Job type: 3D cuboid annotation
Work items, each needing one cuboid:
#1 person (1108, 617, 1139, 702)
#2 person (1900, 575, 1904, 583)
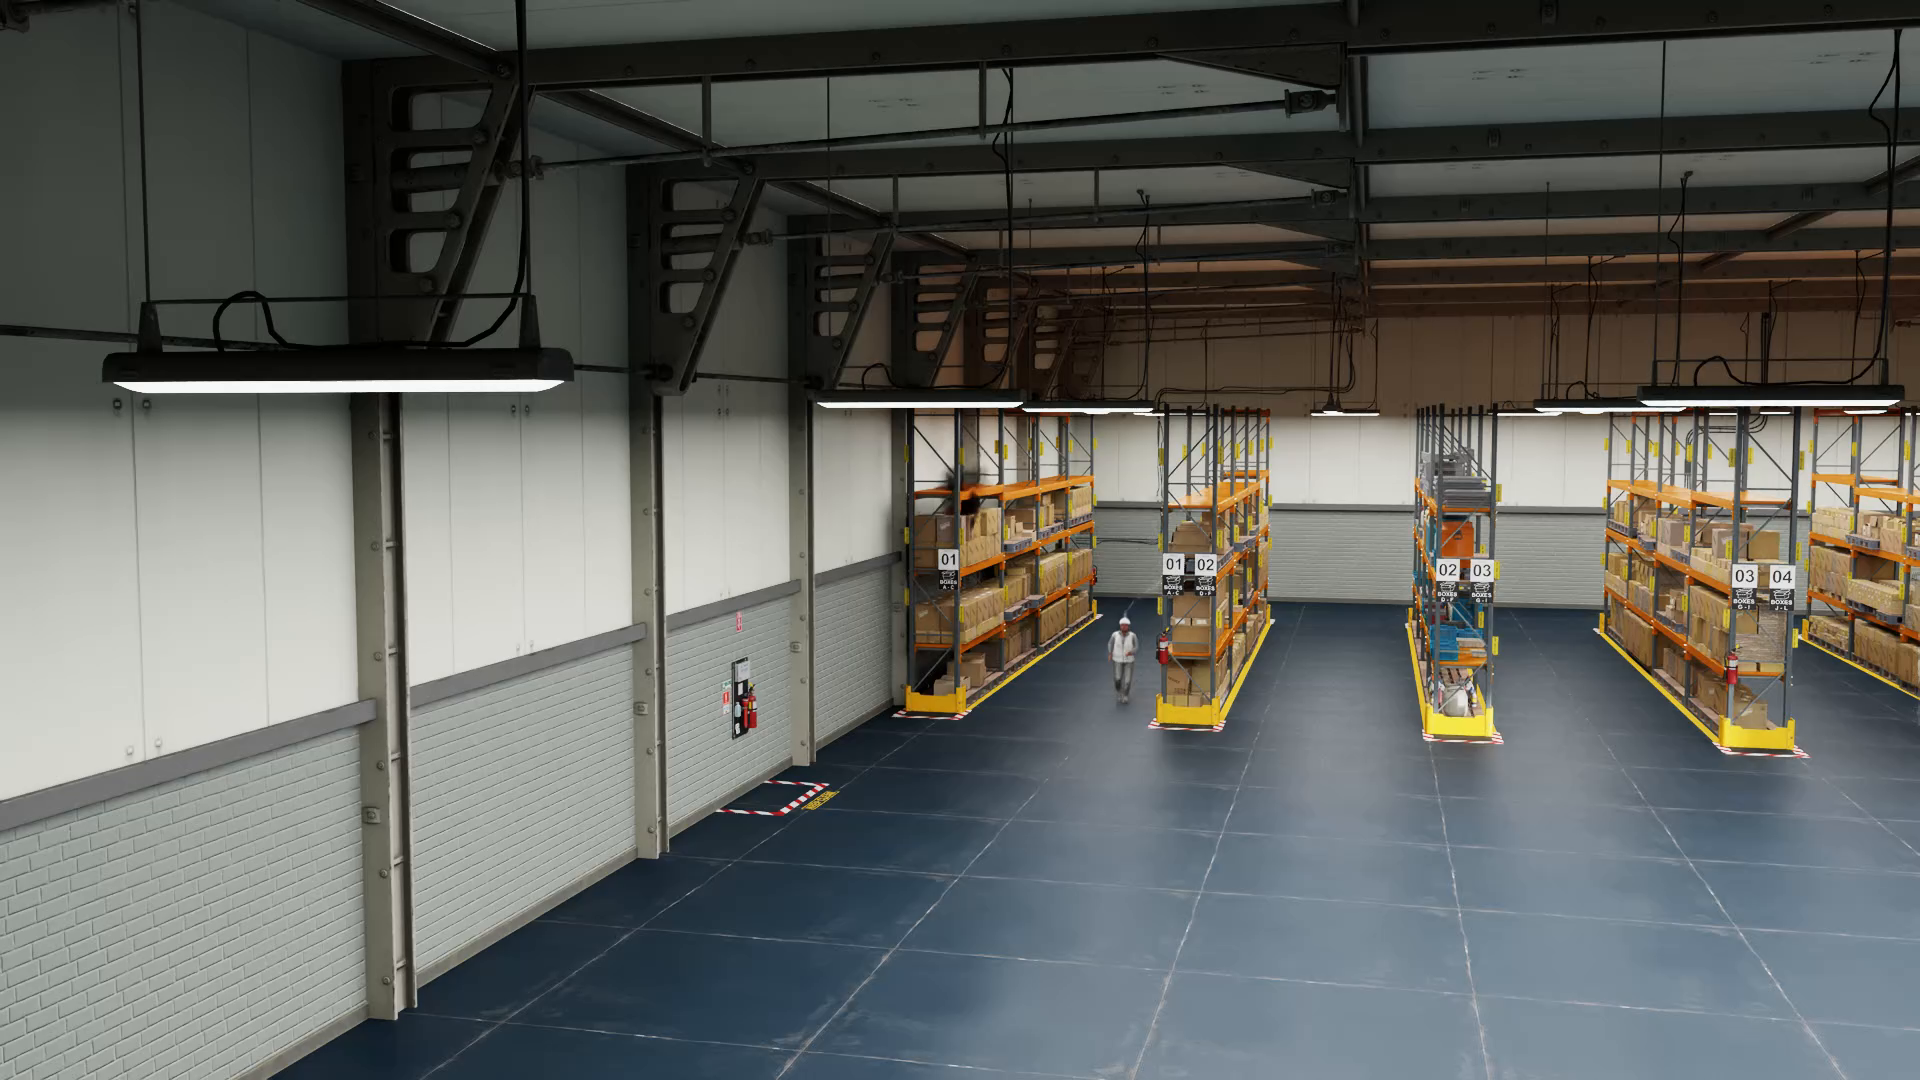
[{"bbox_3d":[3.271,2.414,33.321,0.630,1.728,0.733,1,4,7],"label":"person"},{"bbox_3d":[25.000,1.740,43.924,0.681,1.623,0.610,1,4,15],"label":"person"}]
